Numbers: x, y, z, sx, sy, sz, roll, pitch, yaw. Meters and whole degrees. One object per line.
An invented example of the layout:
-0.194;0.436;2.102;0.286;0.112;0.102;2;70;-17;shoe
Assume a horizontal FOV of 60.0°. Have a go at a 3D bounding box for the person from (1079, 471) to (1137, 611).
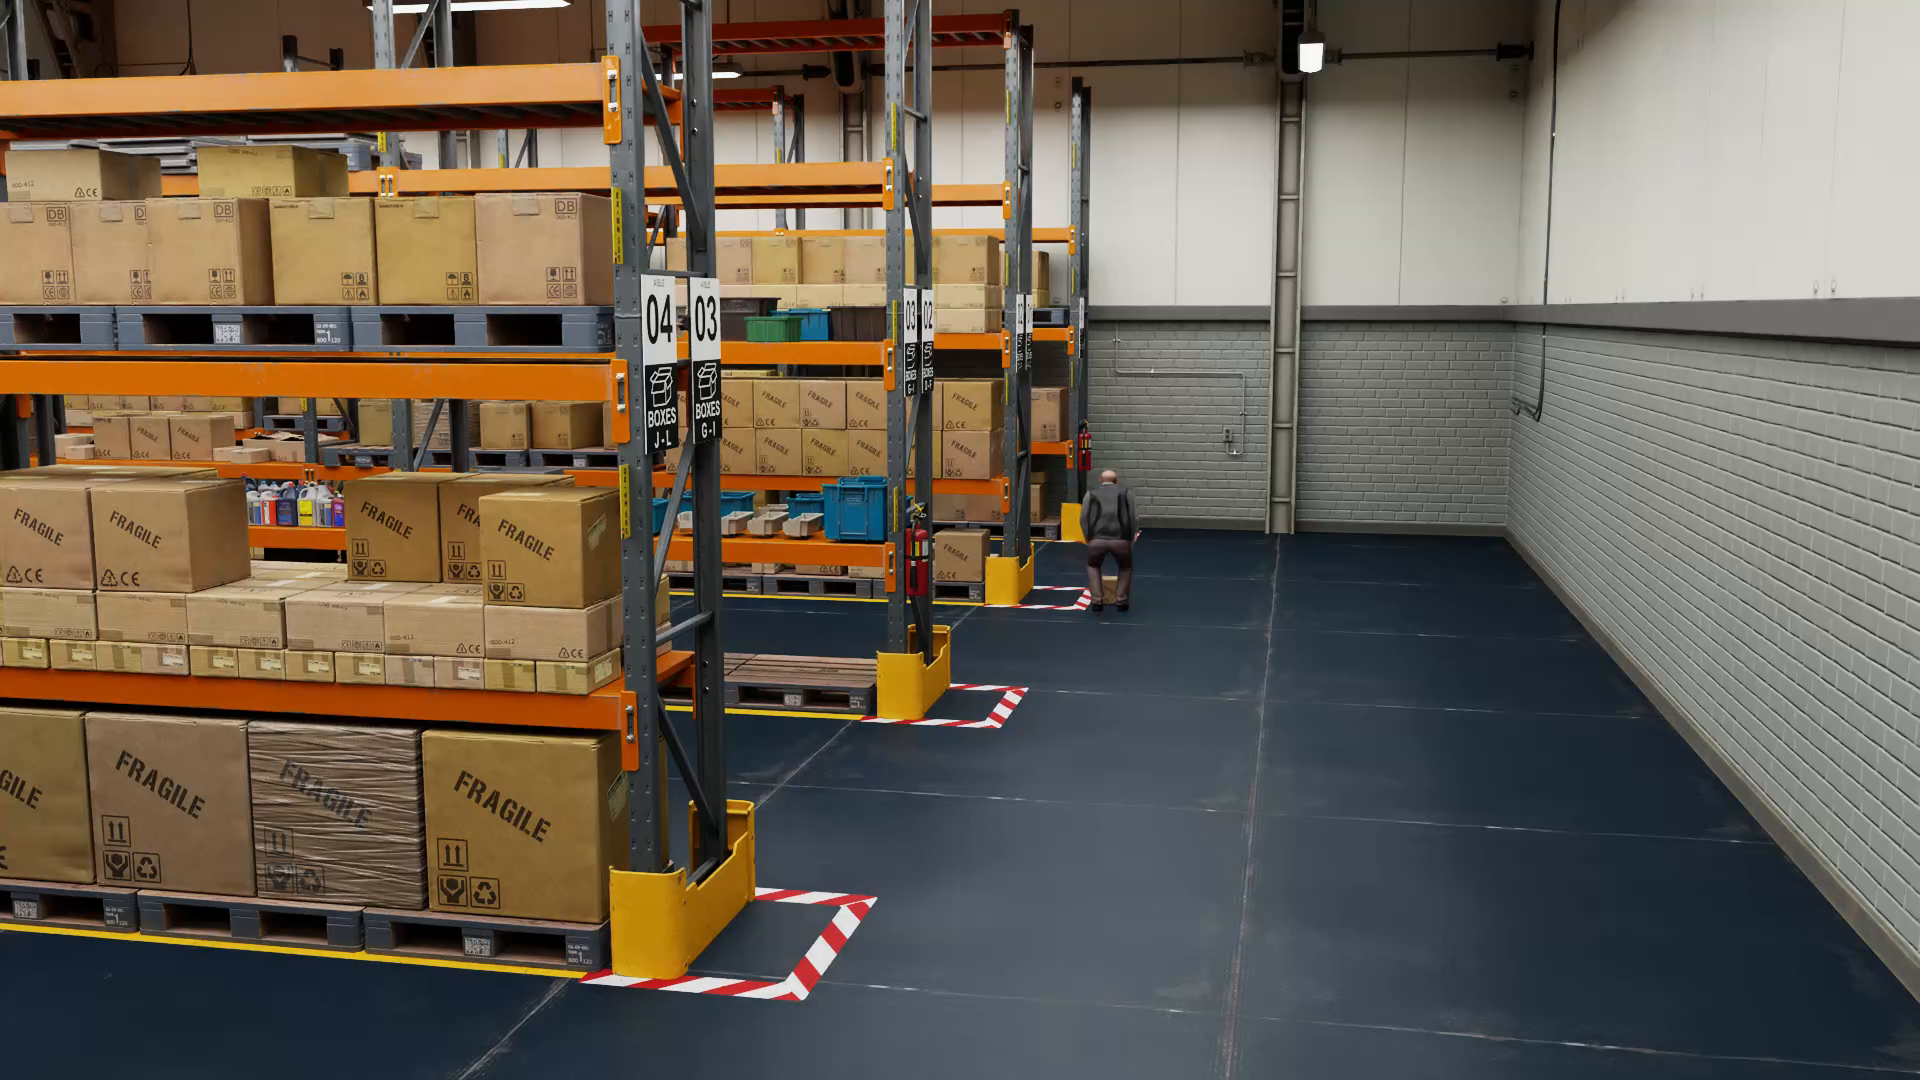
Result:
1.503;0.013;16.987;0.591;1.404;0.709;1;8;9;person
